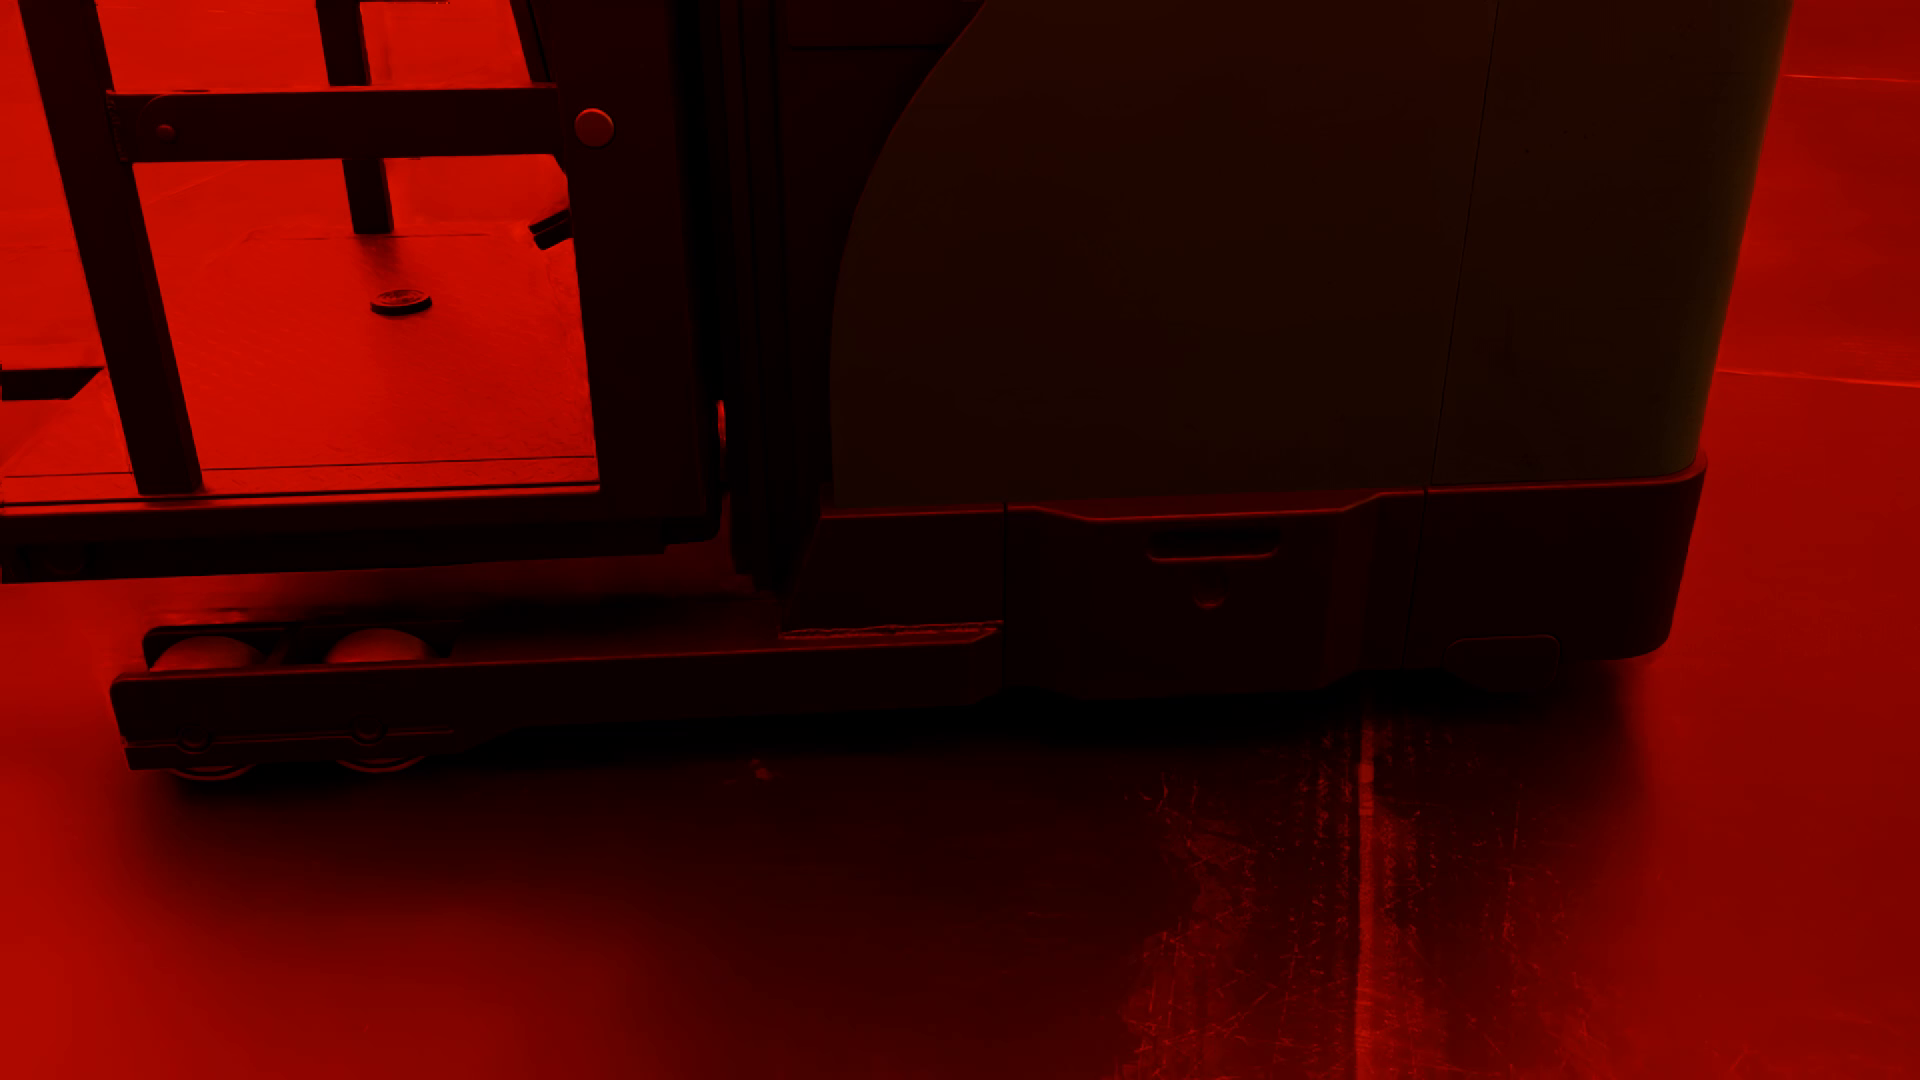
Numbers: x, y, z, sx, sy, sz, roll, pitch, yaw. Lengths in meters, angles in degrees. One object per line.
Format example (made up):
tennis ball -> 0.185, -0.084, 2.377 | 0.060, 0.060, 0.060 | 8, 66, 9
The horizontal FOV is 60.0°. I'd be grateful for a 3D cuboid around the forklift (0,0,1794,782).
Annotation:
forklift -> -0.640, -1.276, 1.775 | 3.031, 2.935, 1.130 | -2, 27, -5
